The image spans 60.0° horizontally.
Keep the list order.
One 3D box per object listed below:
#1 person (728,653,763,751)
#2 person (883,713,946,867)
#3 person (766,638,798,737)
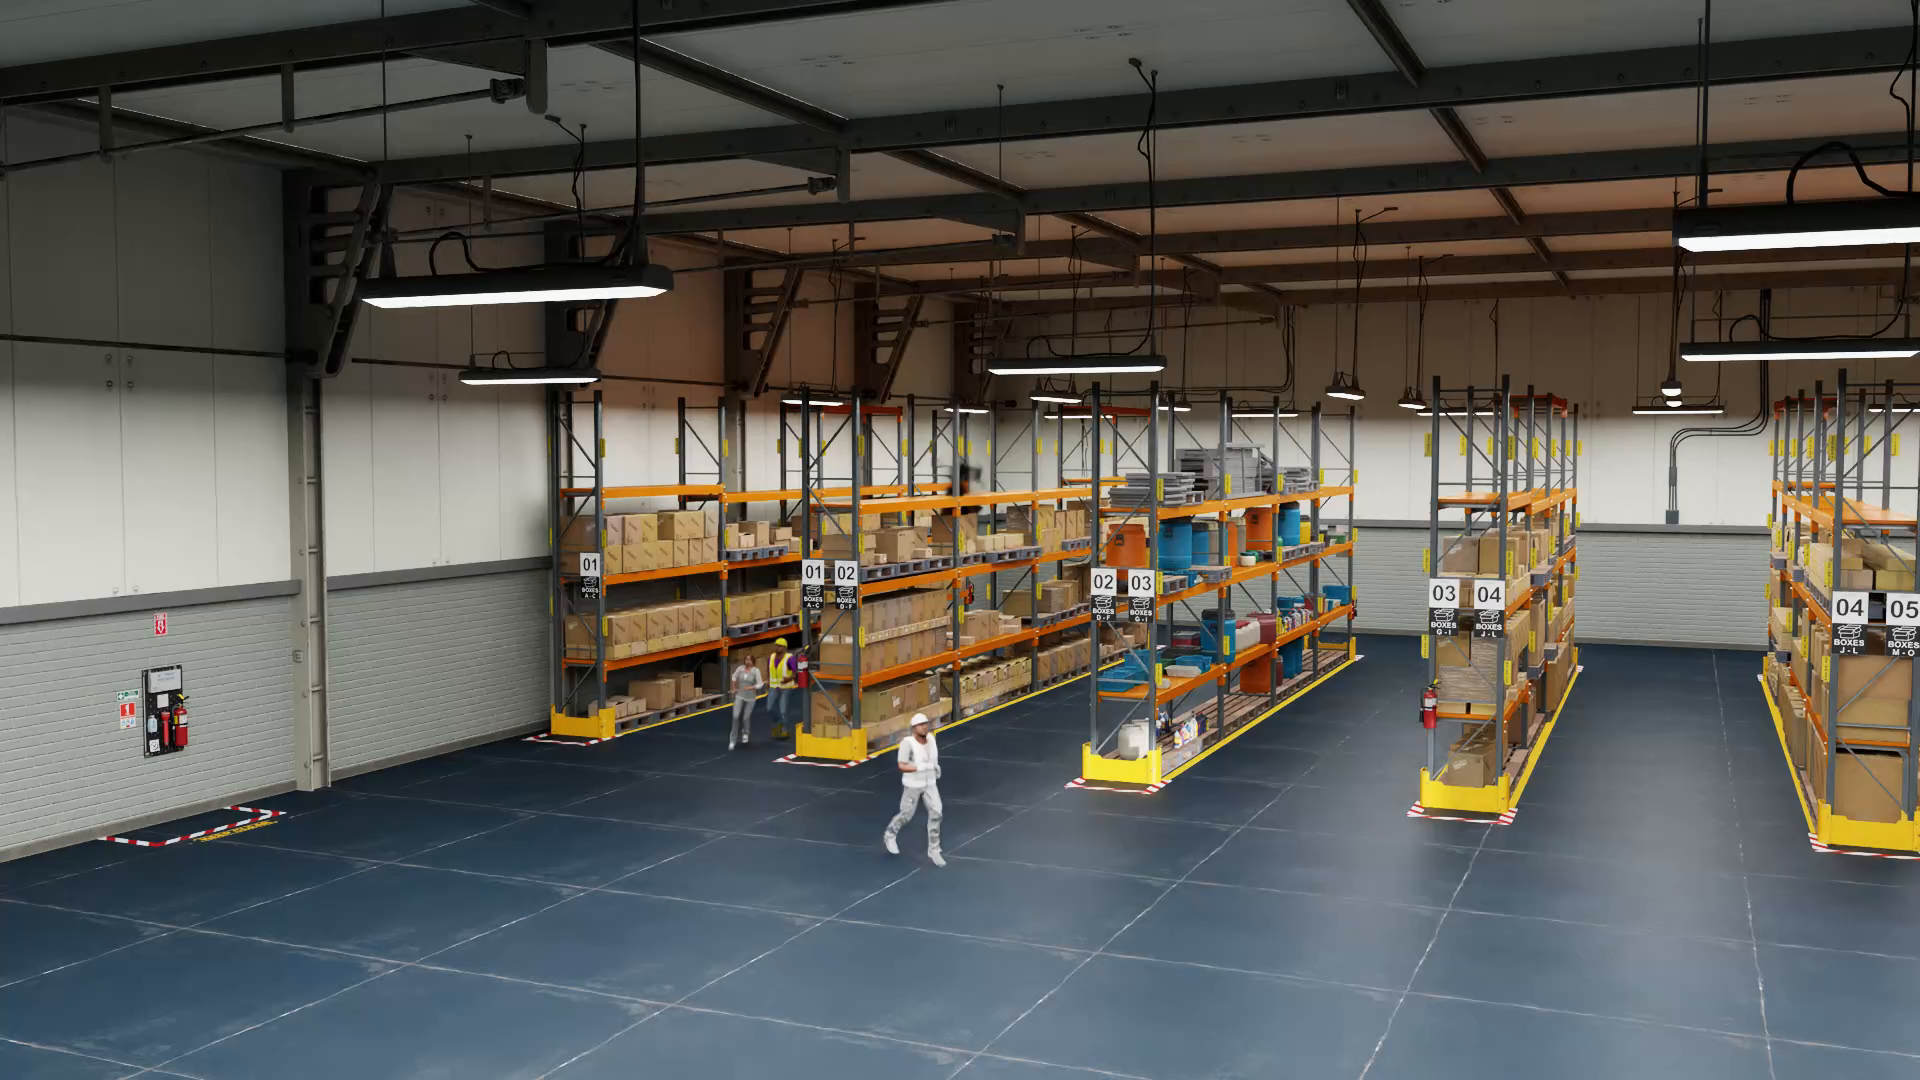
[{"bbox_3d":[-3.559,2.691,27.831,0.555,1.628,0.720,0,3,3],"label":"person"},{"bbox_3d":[-0.525,2.994,20.163,0.696,1.823,0.938,-2,4,-38],"label":"person"},{"bbox_3d":[-3.092,2.548,28.583,0.701,1.737,0.628,1,3,18],"label":"person"}]
